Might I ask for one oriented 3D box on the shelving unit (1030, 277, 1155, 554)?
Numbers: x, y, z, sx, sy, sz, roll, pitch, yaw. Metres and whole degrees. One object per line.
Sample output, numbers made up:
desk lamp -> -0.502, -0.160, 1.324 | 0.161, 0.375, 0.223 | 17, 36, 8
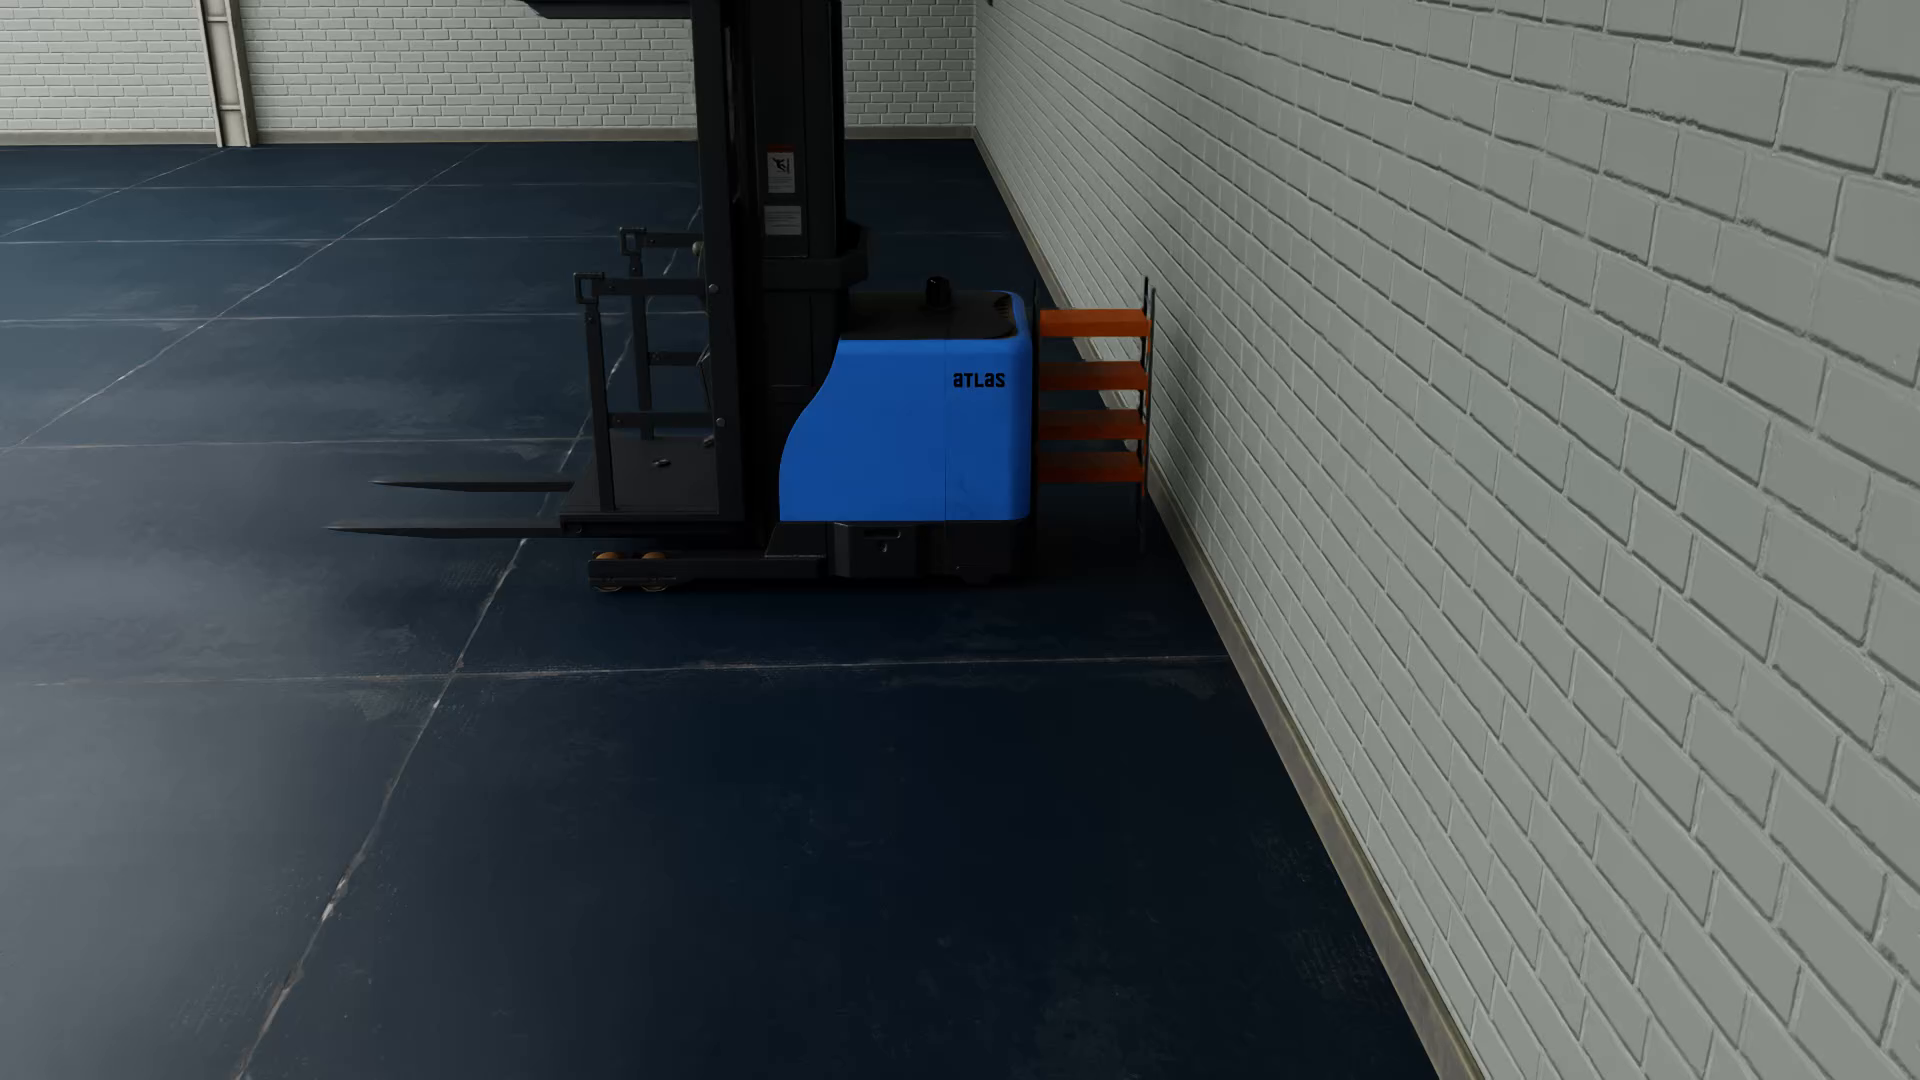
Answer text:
shelving unit -> 0.574, -0.545, 7.366 | 0.503, 1.200, 0.258 | -1, 21, -2

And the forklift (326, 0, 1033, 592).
forklift -> -1.209, -1.337, 7.014 | 3.031, 2.935, 1.130 | 0, 21, 0

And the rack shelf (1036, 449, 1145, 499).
rack shelf -> 0.574, -0.297, 7.461 | 0.480, 0.148, 0.258 | -1, 21, -2

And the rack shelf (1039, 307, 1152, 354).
rack shelf -> 0.574, -0.912, 7.227 | 0.480, 0.148, 0.258 | -1, 21, -2

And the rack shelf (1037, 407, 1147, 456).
rack shelf -> 0.574, -0.482, 7.390 | 0.480, 0.148, 0.258 | -1, 21, -2

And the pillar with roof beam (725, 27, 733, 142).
pillar with roof beam -> -2.550, -7.608, 14.957 | 0.400, 9.000, 9.100 | -1, 21, -3

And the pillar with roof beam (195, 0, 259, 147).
pillar with roof beam -> -8.540, -7.486, 14.637 | 0.400, 9.000, 9.100 | -1, 21, -3

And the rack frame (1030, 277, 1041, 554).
rack frame -> 0.330, -0.542, 7.359 | 0.015, 1.200, 0.240 | -1, 21, -2

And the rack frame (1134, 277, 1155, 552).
rack frame -> 0.818, -0.548, 7.374 | 0.015, 1.200, 0.240 | -1, 21, -2

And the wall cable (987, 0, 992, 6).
wall cable -> 0.221, -7.276, 18.450 | 0.112, 2.526, 3.097 | -1, 21, -3

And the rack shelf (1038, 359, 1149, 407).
rack shelf -> 0.574, -0.691, 7.311 | 0.480, 0.148, 0.258 | -1, 21, -2
